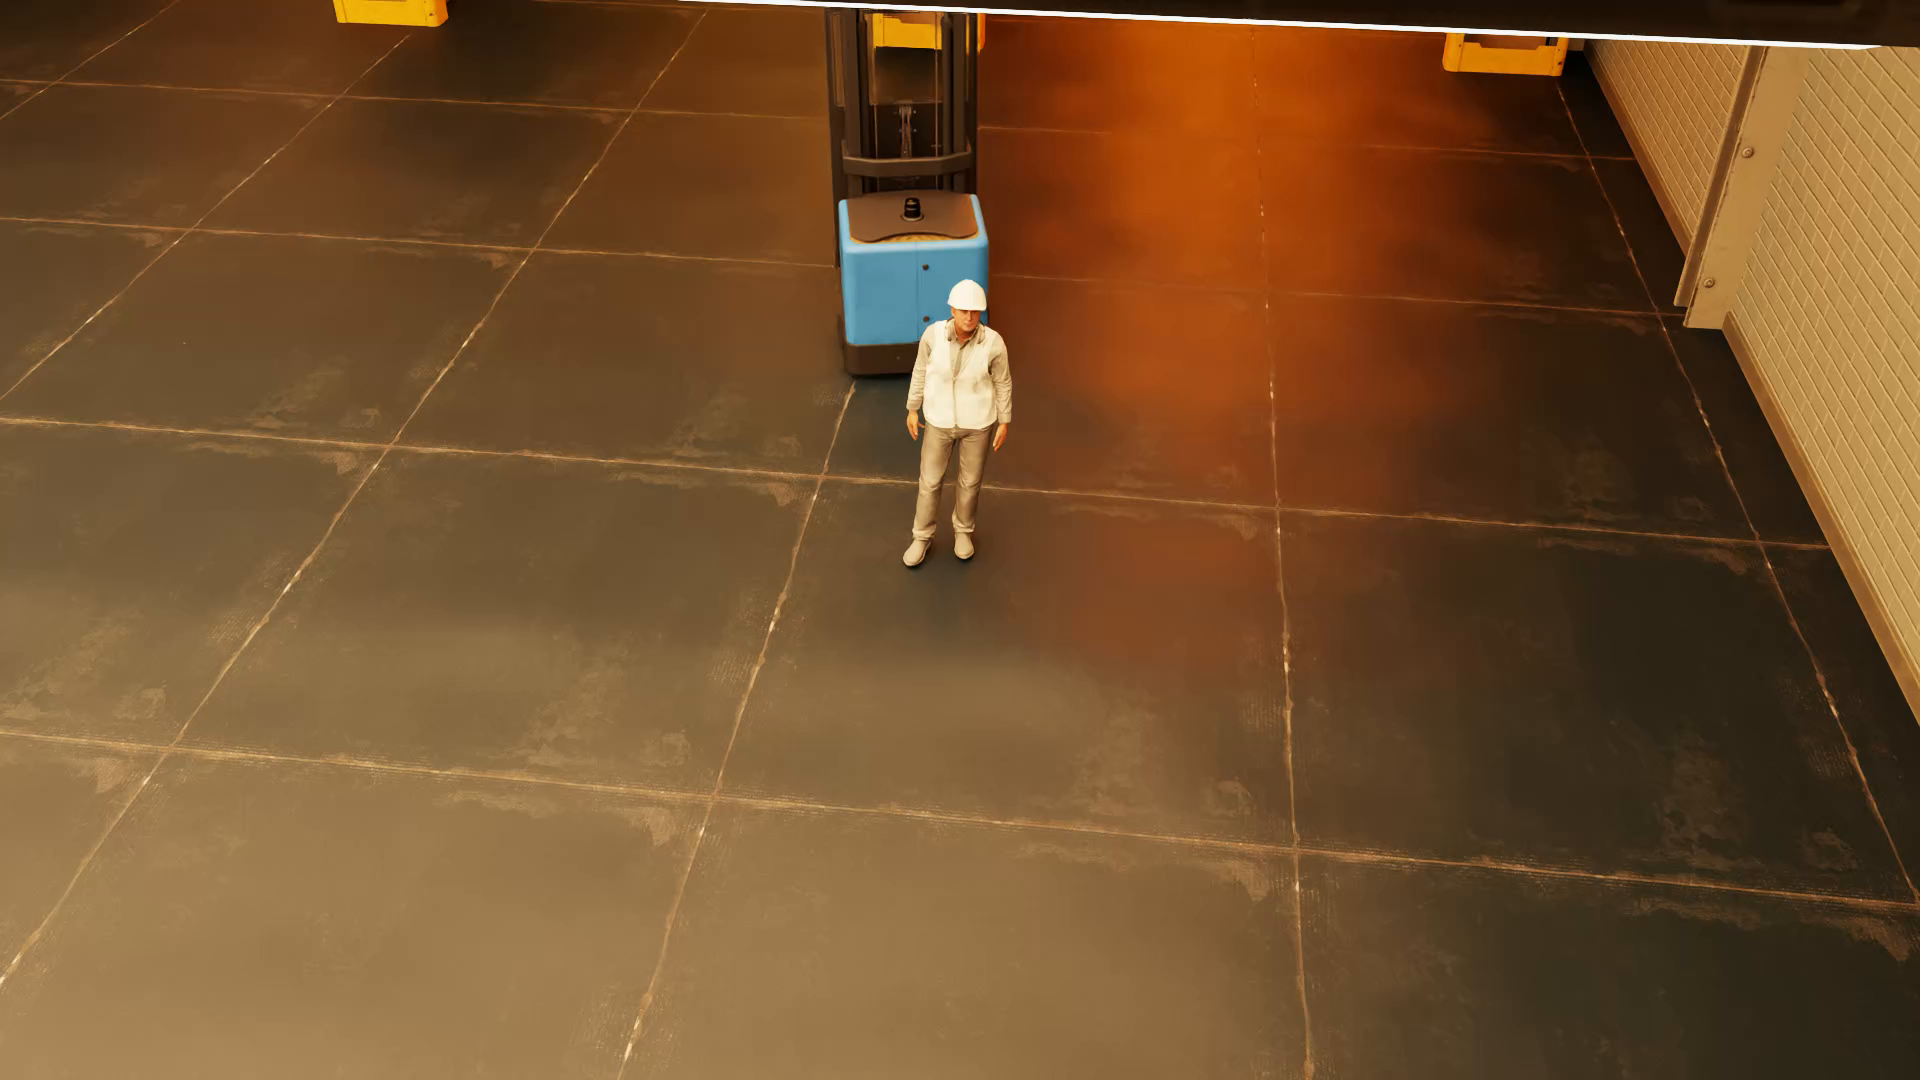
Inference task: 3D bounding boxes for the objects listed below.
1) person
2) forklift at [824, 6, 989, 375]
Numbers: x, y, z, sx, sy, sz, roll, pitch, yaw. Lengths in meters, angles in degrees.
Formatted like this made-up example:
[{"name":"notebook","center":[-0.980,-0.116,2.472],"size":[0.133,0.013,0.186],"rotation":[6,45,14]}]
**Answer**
[{"name":"person","center":[-0.015,-0.684,9.919],"size":[0.634,1.775,0.566],"rotation":[4,37,6]},{"name":"forklift","center":[-0.442,-3.231,12.413],"size":[1.130,2.935,3.031],"rotation":[-3,37,-4]}]
